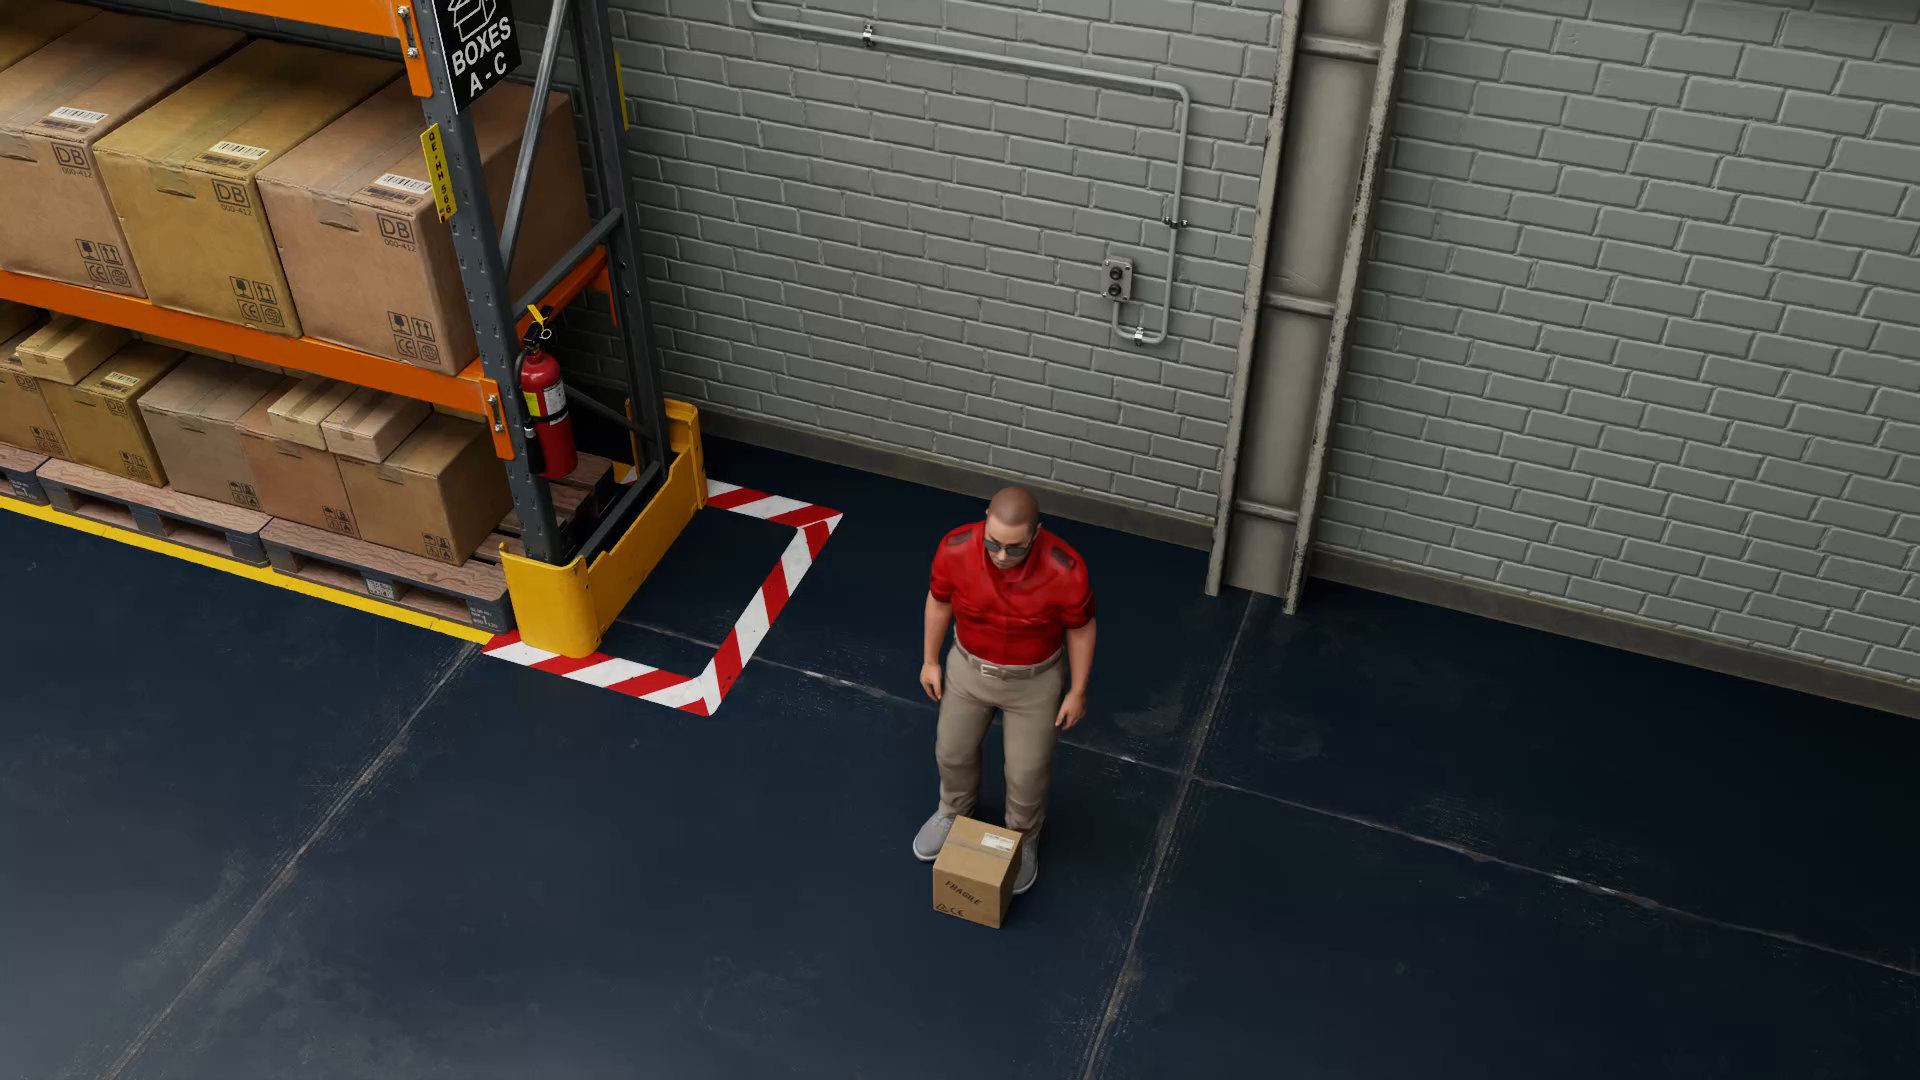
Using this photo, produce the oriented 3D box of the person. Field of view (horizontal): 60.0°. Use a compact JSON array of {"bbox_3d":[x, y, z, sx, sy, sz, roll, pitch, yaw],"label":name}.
[{"bbox_3d":[0.141,0.482,5.620,0.595,1.725,0.436,11,43,13],"label":"person"}]
